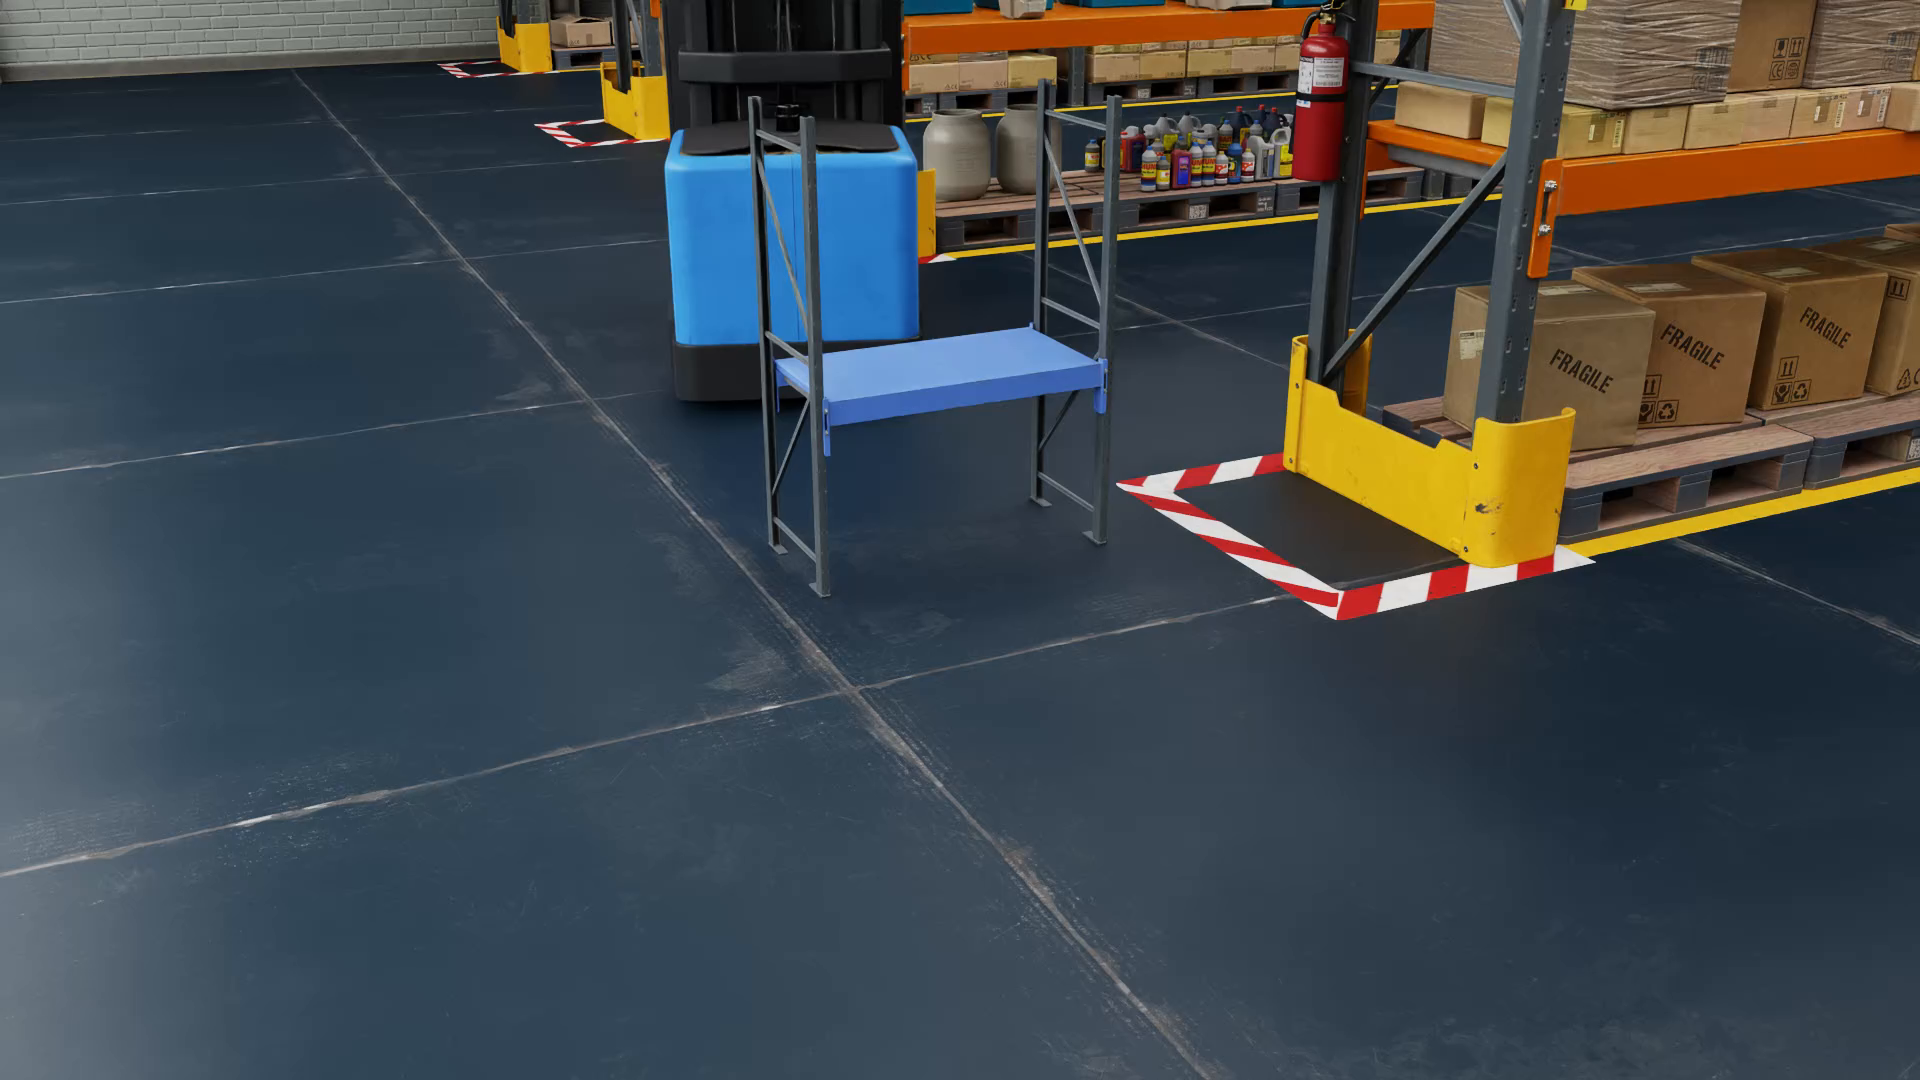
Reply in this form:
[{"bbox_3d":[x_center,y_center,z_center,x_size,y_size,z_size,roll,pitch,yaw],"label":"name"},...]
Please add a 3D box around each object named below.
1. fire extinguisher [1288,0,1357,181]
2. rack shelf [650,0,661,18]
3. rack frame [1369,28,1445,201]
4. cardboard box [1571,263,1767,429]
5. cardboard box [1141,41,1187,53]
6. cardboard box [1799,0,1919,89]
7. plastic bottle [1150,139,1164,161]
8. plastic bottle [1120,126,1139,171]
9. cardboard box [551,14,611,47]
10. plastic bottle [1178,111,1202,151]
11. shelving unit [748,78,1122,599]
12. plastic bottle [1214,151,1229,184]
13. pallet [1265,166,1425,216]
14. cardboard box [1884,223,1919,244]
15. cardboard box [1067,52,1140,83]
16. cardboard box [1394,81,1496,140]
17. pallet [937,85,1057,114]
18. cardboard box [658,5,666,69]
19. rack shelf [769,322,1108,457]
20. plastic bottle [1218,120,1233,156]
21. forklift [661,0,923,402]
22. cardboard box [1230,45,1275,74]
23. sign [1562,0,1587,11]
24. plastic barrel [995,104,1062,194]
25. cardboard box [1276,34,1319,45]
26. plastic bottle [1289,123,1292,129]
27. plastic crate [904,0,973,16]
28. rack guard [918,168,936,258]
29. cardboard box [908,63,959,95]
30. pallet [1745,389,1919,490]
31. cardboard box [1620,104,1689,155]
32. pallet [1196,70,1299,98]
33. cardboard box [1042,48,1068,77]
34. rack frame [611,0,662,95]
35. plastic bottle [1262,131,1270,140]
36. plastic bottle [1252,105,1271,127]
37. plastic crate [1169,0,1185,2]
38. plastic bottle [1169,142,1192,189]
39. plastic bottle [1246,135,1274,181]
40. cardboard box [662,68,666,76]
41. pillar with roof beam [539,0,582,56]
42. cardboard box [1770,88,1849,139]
[{"bbox_3d":[1.267,-1.605,5.807,0.183,0.674,0.296,-10,25,-24],"label":"fire extinguisher"},{"bbox_3d":[-0.921,-4.915,14.643,4.000,0.370,1.077,-10,25,-24],"label":"rack shelf"},{"bbox_3d":[3.026,-3.872,11.181,0.127,3.000,1.000,-10,25,-24],"label":"rack frame"},{"bbox_3d":[2.664,-0.749,6.357,0.500,0.500,0.500,-4,23,-10],"label":"cardboard box"},{"bbox_3d":[1.815,-4.826,15.799,0.500,0.311,0.500,-11,25,-24],"label":"cardboard box"},{"bbox_3d":[2.945,-1.959,6.041,0.500,0.500,0.875,-10,25,-24],"label":"cardboard box"},{"bbox_3d":[1.322,-2.590,11.168,0.097,0.201,0.097,0,22,0],"label":"plastic bottle"},{"bbox_3d":[1.126,-2.641,11.194,0.135,0.276,0.152,-10,25,-23],"label":"plastic bottle"},{"bbox_3d":[-4.212,-5.667,18.459,0.500,0.311,0.500,-14,26,-30],"label":"cardboard box"},{"bbox_3d":[1.566,-2.758,11.380,0.185,0.351,0.144,-11,25,-24],"label":"plastic bottle"},{"bbox_3d":[-0.077,-0.679,5.429,1.048,1.500,0.538,-10,25,-24],"label":"shelving unit"},{"bbox_3d":[1.679,-2.402,10.714,0.097,0.201,0.097,0,22,0],"label":"plastic bottle"},{"bbox_3d":[2.403,-2.486,11.480,1.213,0.211,1.003,-10,25,-24],"label":"pallet"},{"bbox_3d":[4.284,-1.054,7.093,0.500,0.500,0.500,-3,23,-7],"label":"cardboard box"},{"bbox_3d":[1.352,-4.484,15.708,0.500,0.250,0.500,-11,25,-25],"label":"cardboard box"},{"bbox_3d":[1.737,-1.504,5.789,0.250,0.149,0.380,-10,25,-24],"label":"cardboard box"},{"bbox_3d":[0.147,-4.173,15.556,1.213,0.211,1.003,-10,25,-24],"label":"pallet"},{"bbox_3d":[-2.369,-4.377,14.468,0.500,0.500,0.500,-10,25,-24],"label":"cardboard box"},{"bbox_3d":[-0.077,-0.513,5.498,1.000,0.185,0.538,-10,25,-24],"label":"rack shelf"},{"bbox_3d":[1.832,-2.755,11.475,0.097,0.271,0.097,0,22,0],"label":"plastic bottle"},{"bbox_3d":[-0.842,-2.460,7.860,1.130,2.935,3.031,-3,23,-6],"label":"forklift"},{"bbox_3d":[2.738,-4.740,16.324,0.500,0.250,0.500,-10,24,-23],"label":"cardboard box"},{"bbox_3d":[1.805,-1.714,4.837,0.005,0.325,0.100,-10,25,-24],"label":"sign"},{"bbox_3d":[0.433,-2.471,10.502,0.421,0.512,0.421,0,22,0],"label":"plastic barrel"},{"bbox_3d":[3.199,-5.083,16.419,0.500,0.311,0.500,-11,25,-24],"label":"cardboard box"},{"bbox_3d":[2.316,-2.818,11.613,0.133,0.283,0.061,-10,25,-24],"label":"plastic bottle"},{"bbox_3d":[-0.257,-3.326,10.056,0.616,0.251,0.499,-10,25,-24],"label":"plastic crate"},{"bbox_3d":[-0.530,-2.082,10.126,0.348,0.500,1.175,-10,25,-24],"label":"rack guard"},{"bbox_3d":[-0.341,-4.183,14.980,0.500,0.250,0.500,-10,25,-24],"label":"cardboard box"},{"bbox_3d":[3.484,-0.549,6.800,1.213,0.211,1.003,-10,25,-24],"label":"pallet"},{"bbox_3d":[2.164,-1.385,5.503,0.250,0.149,0.380,-10,25,-24],"label":"cardboard box"},{"bbox_3d":[2.629,-4.630,16.660,1.213,0.211,1.003,-10,25,-24],"label":"pallet"},{"bbox_3d":[1.129,-4.672,16.160,0.500,0.250,0.500,-11,25,-24],"label":"cardboard box"},{"bbox_3d":[-2.723,-4.916,13.704,0.127,3.000,1.000,-10,25,-24],"label":"rack frame"},{"bbox_3d":[2.039,-2.559,10.987,0.133,0.283,0.061,-10,25,-24],"label":"plastic bottle"},{"bbox_3d":[2.119,-2.860,11.626,0.185,0.351,0.144,-10,24,-22],"label":"plastic bottle"},{"bbox_3d":[1.681,-3.646,10.913,0.662,0.188,0.450,-10,25,-24],"label":"plastic crate"},{"bbox_3d":[1.403,-2.381,10.556,0.133,0.283,0.061,-10,25,-23],"label":"plastic bottle"},{"bbox_3d":[1.959,-2.499,10.852,0.135,0.276,0.152,-10,24,-23],"label":"plastic bottle"},{"bbox_3d":[-2.368,-4.030,14.610,0.500,0.250,0.500,-10,25,-24],"label":"cardboard box"},{"bbox_3d":[-2.752,-8.325,14.096,0.400,9.000,9.100,-10,25,-24],"label":"pillar with roof beam"},{"bbox_3d":[2.840,-1.509,5.802,0.250,0.149,0.380,-10,25,-24],"label":"cardboard box"}]
